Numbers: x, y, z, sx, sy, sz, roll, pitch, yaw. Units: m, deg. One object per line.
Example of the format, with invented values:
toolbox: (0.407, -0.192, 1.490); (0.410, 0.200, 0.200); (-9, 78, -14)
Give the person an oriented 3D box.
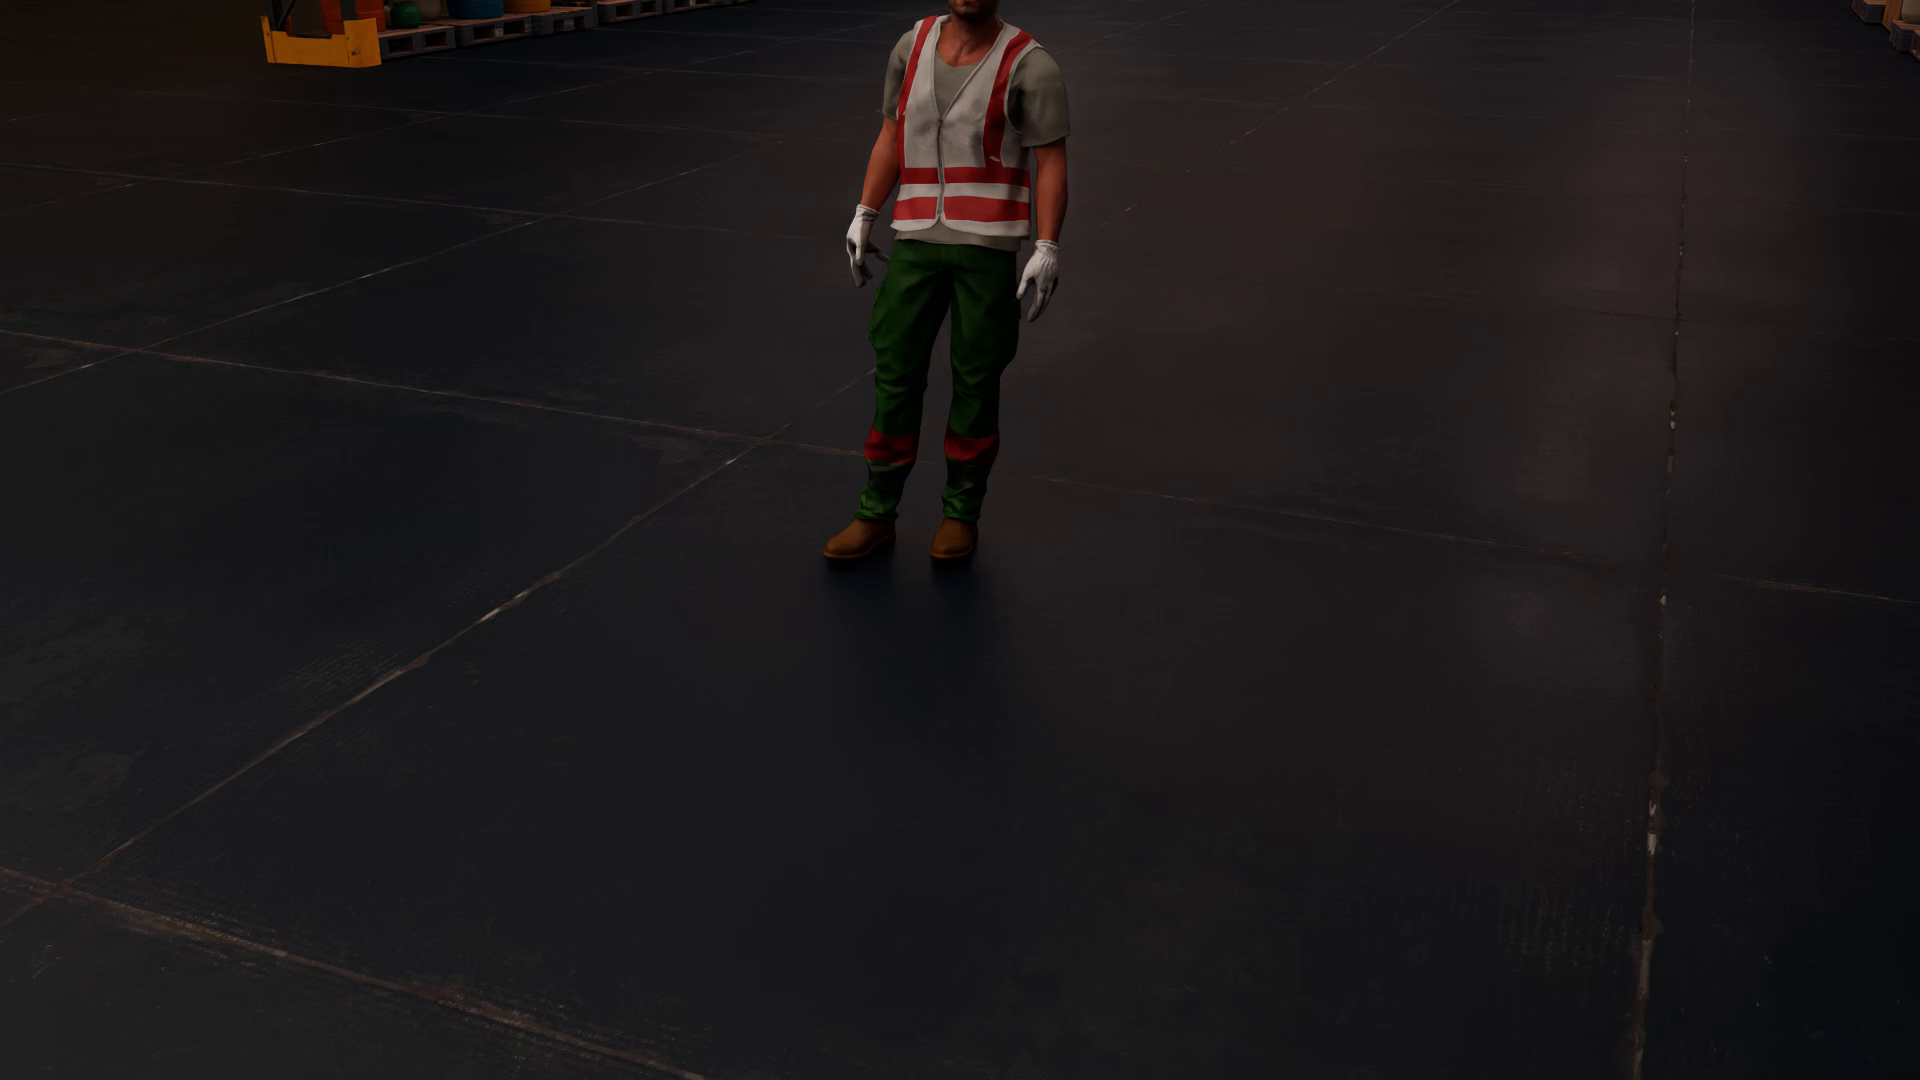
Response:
person: (-0.042, -0.806, 4.681); (0.637, 1.787, 0.564); (9, 24, 21)
